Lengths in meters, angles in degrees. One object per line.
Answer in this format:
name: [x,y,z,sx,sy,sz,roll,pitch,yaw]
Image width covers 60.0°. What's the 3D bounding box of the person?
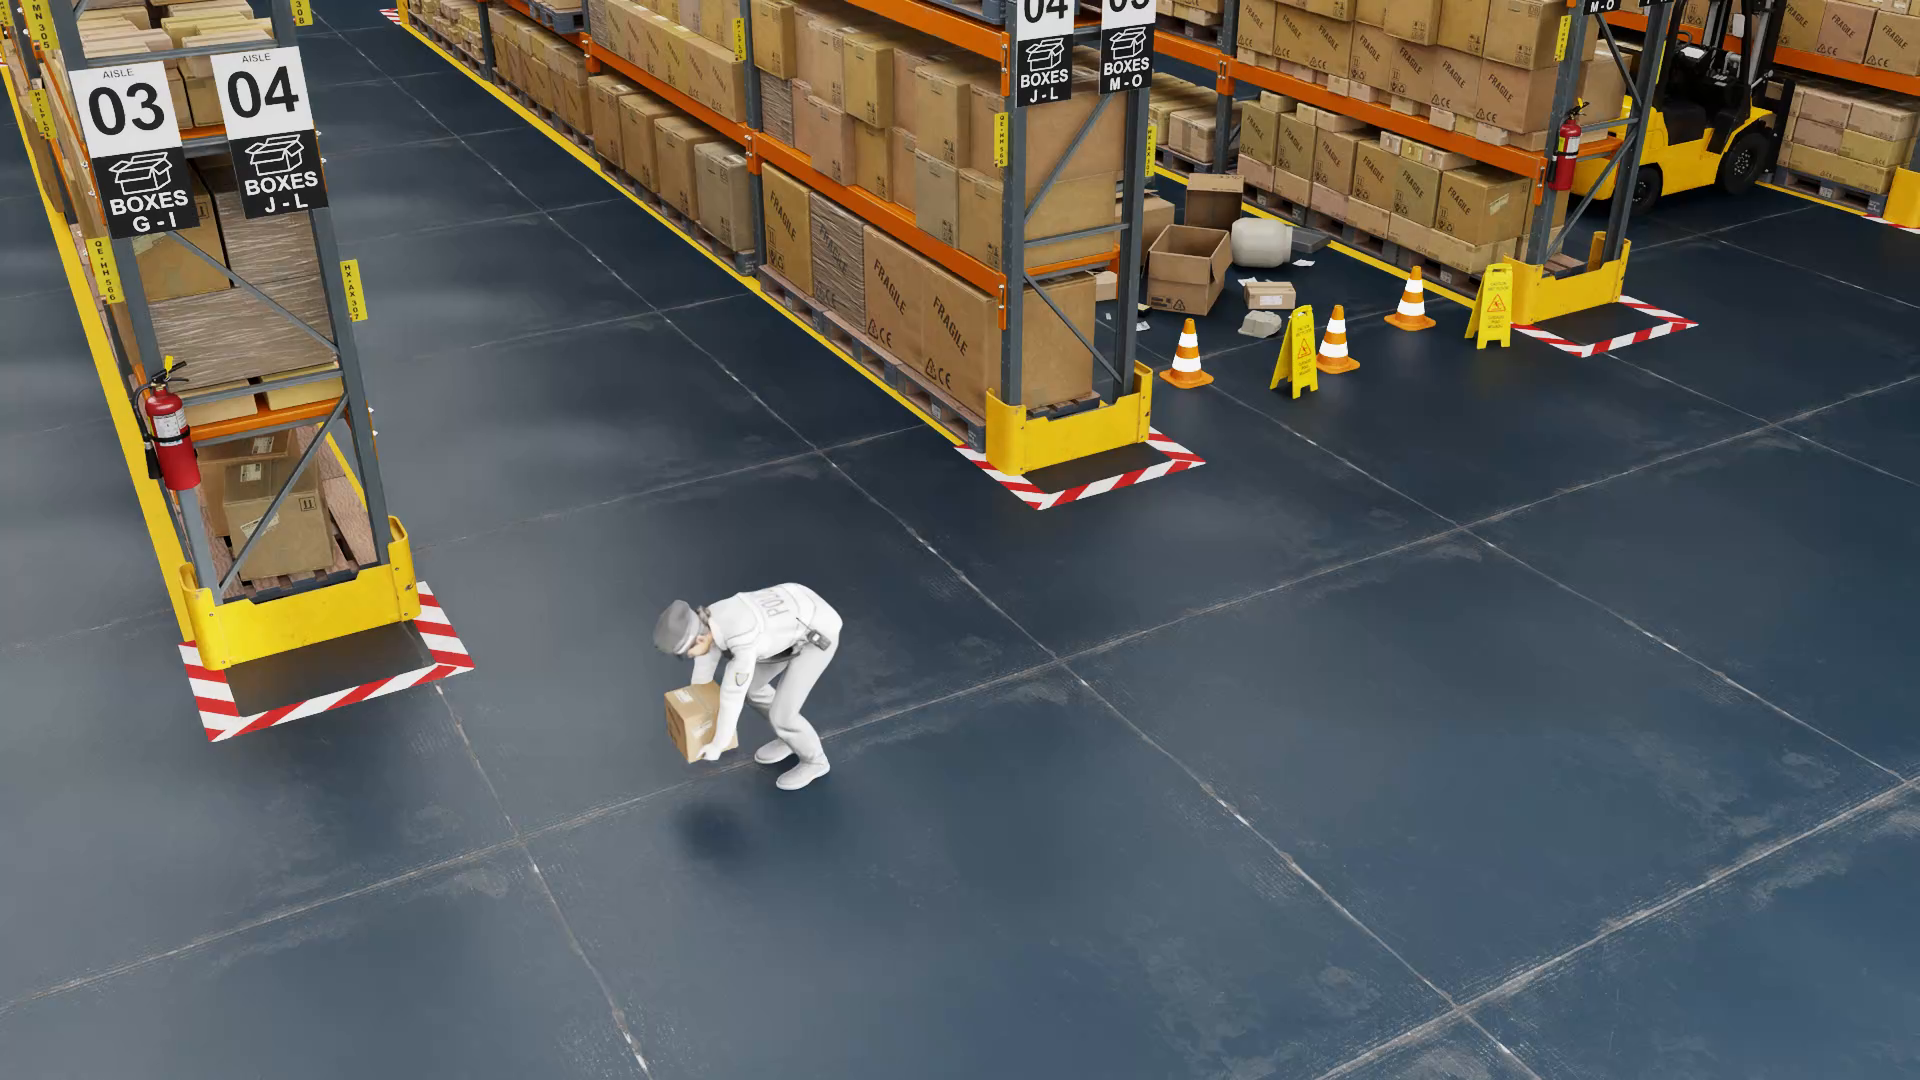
person: [-0.992,0.691,7.894,0.919,1.106,0.449,-18,34,-29]
